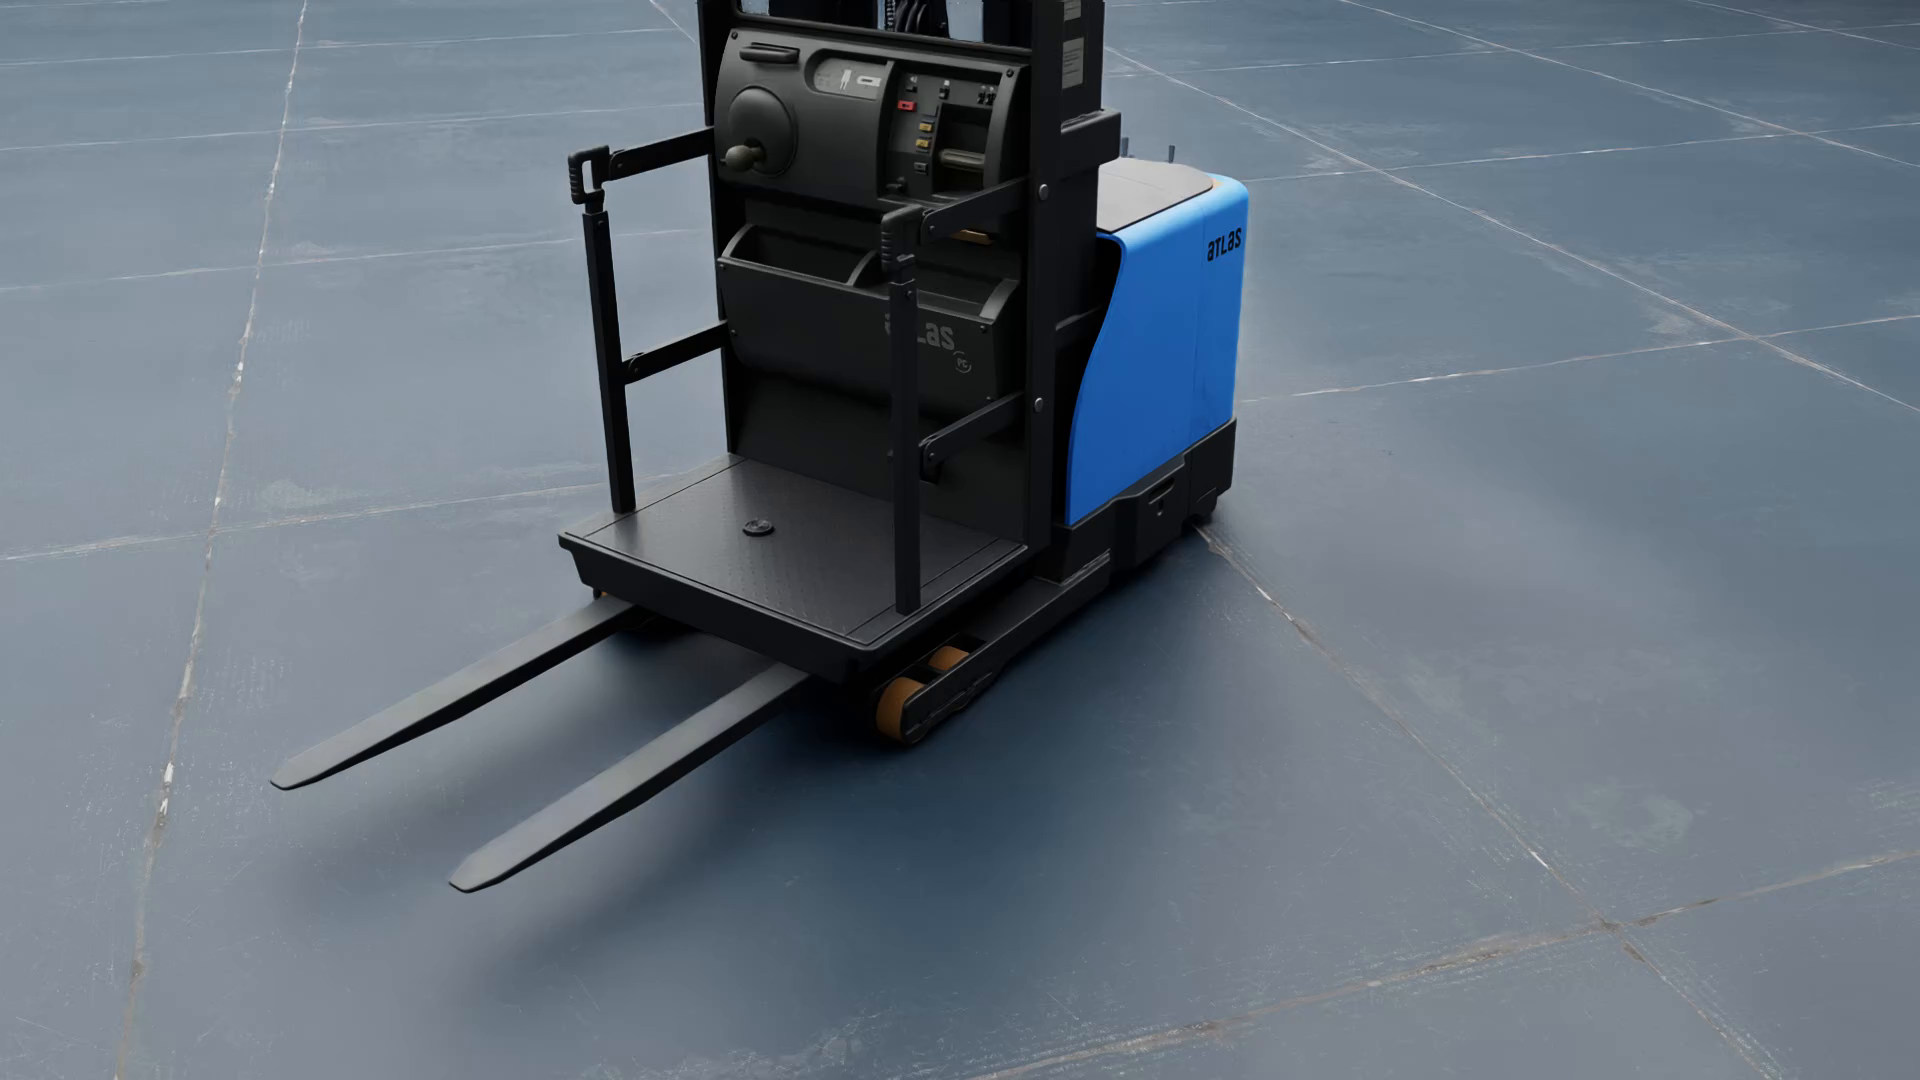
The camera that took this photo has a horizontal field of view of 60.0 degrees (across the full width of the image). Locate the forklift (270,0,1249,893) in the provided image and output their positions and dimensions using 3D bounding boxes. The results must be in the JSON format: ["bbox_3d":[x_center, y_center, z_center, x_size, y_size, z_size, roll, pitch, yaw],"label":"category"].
[{"bbox_3d":[-0.375,-1.041,4.051,1.130,2.935,3.031,18,31,32],"label":"forklift"}]

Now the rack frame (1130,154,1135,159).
[{"bbox_3d":[0.470,-0.790,5.634,0.200,1.050,0.008,19,29,34],"label":"rack frame"}]

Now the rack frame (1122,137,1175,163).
[{"bbox_3d":[0.620,-0.865,5.812,0.200,1.050,0.008,19,29,34],"label":"rack frame"}]

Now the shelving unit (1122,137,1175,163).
[{"bbox_3d":[0.545,-0.828,5.723,0.215,1.050,0.252,19,29,34],"label":"shelving unit"}]
